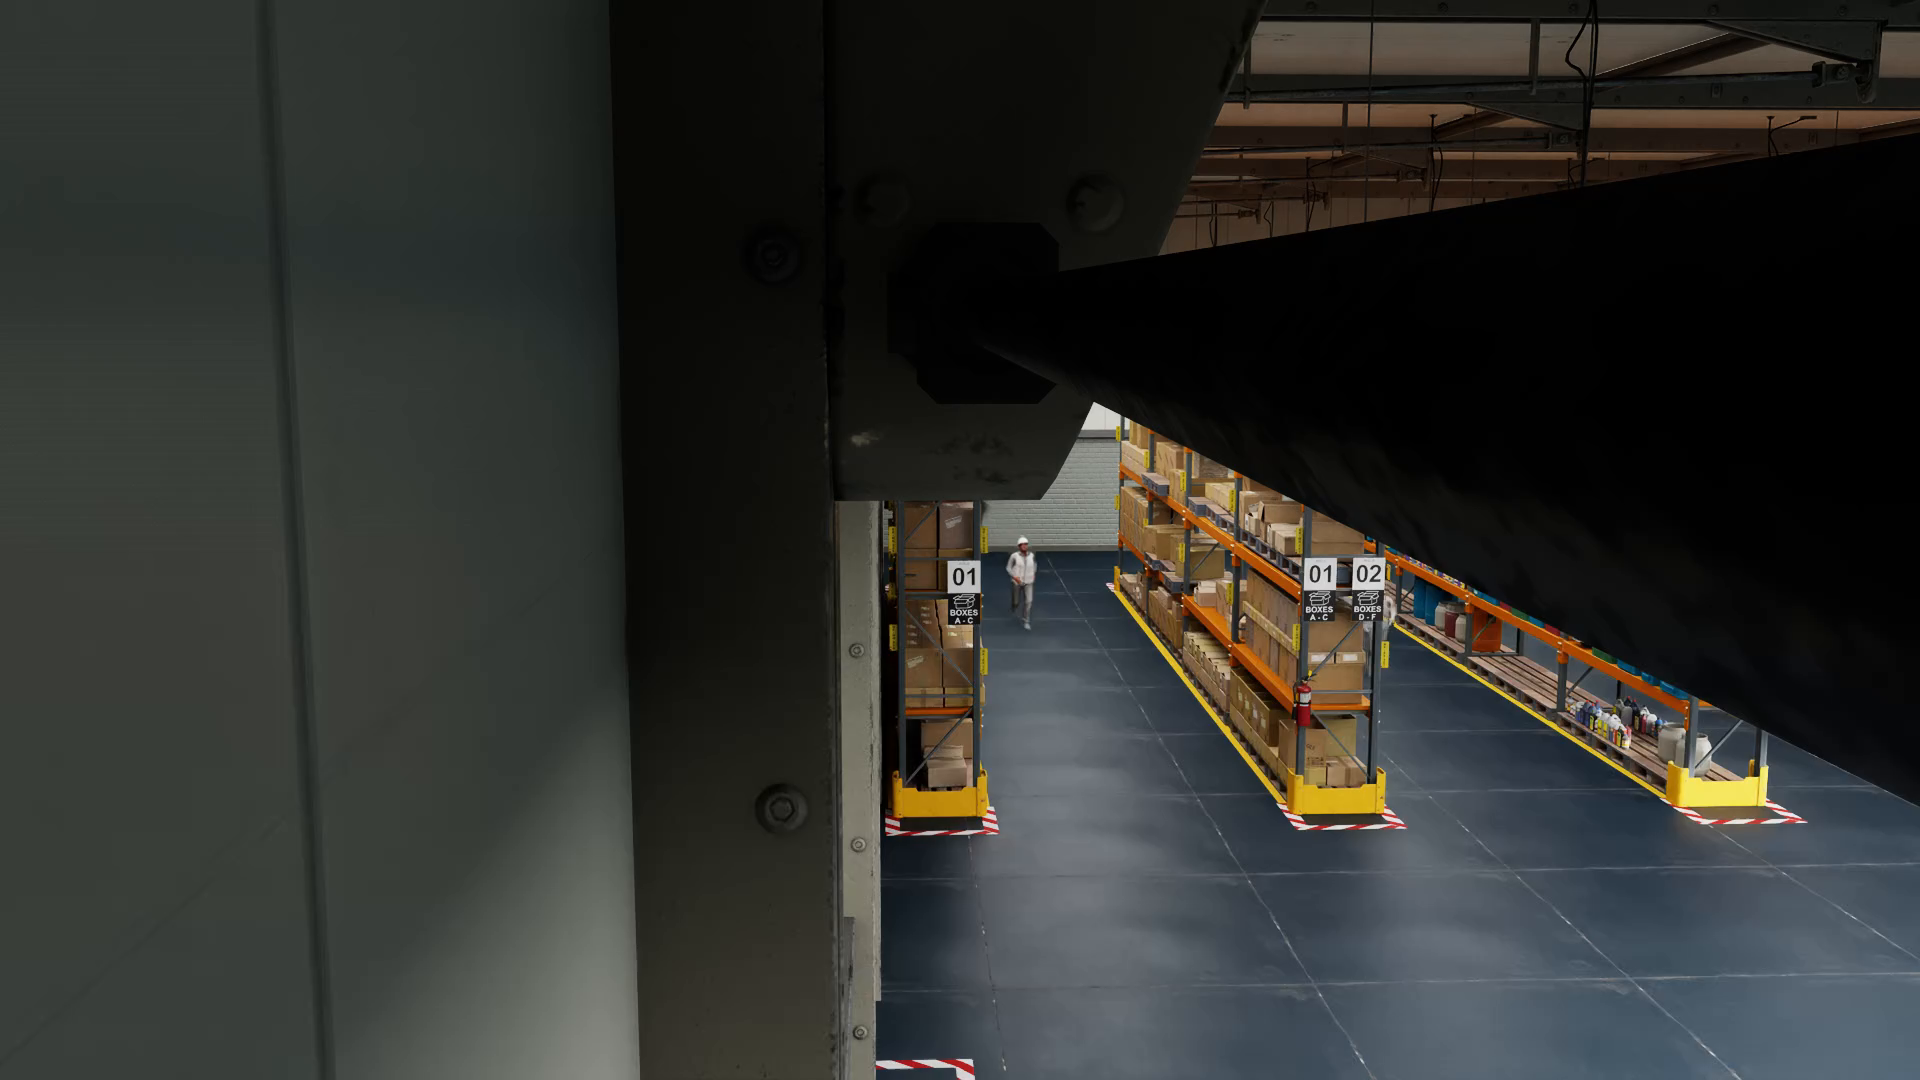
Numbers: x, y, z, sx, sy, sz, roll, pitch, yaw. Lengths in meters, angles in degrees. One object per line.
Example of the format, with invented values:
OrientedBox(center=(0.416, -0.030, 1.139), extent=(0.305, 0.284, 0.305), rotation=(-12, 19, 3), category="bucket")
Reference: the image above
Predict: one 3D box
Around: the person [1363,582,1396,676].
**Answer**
OrientedBox(center=(7.051, 1.498, 27.984), extent=(0.621, 1.652, 0.531), rotation=(-1, 8, -6), category="person")

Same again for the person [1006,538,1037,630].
OrientedBox(center=(1.215, 0.822, 32.493), extent=(0.641, 1.757, 1.011), rotation=(-1, 8, -7), category="person")
